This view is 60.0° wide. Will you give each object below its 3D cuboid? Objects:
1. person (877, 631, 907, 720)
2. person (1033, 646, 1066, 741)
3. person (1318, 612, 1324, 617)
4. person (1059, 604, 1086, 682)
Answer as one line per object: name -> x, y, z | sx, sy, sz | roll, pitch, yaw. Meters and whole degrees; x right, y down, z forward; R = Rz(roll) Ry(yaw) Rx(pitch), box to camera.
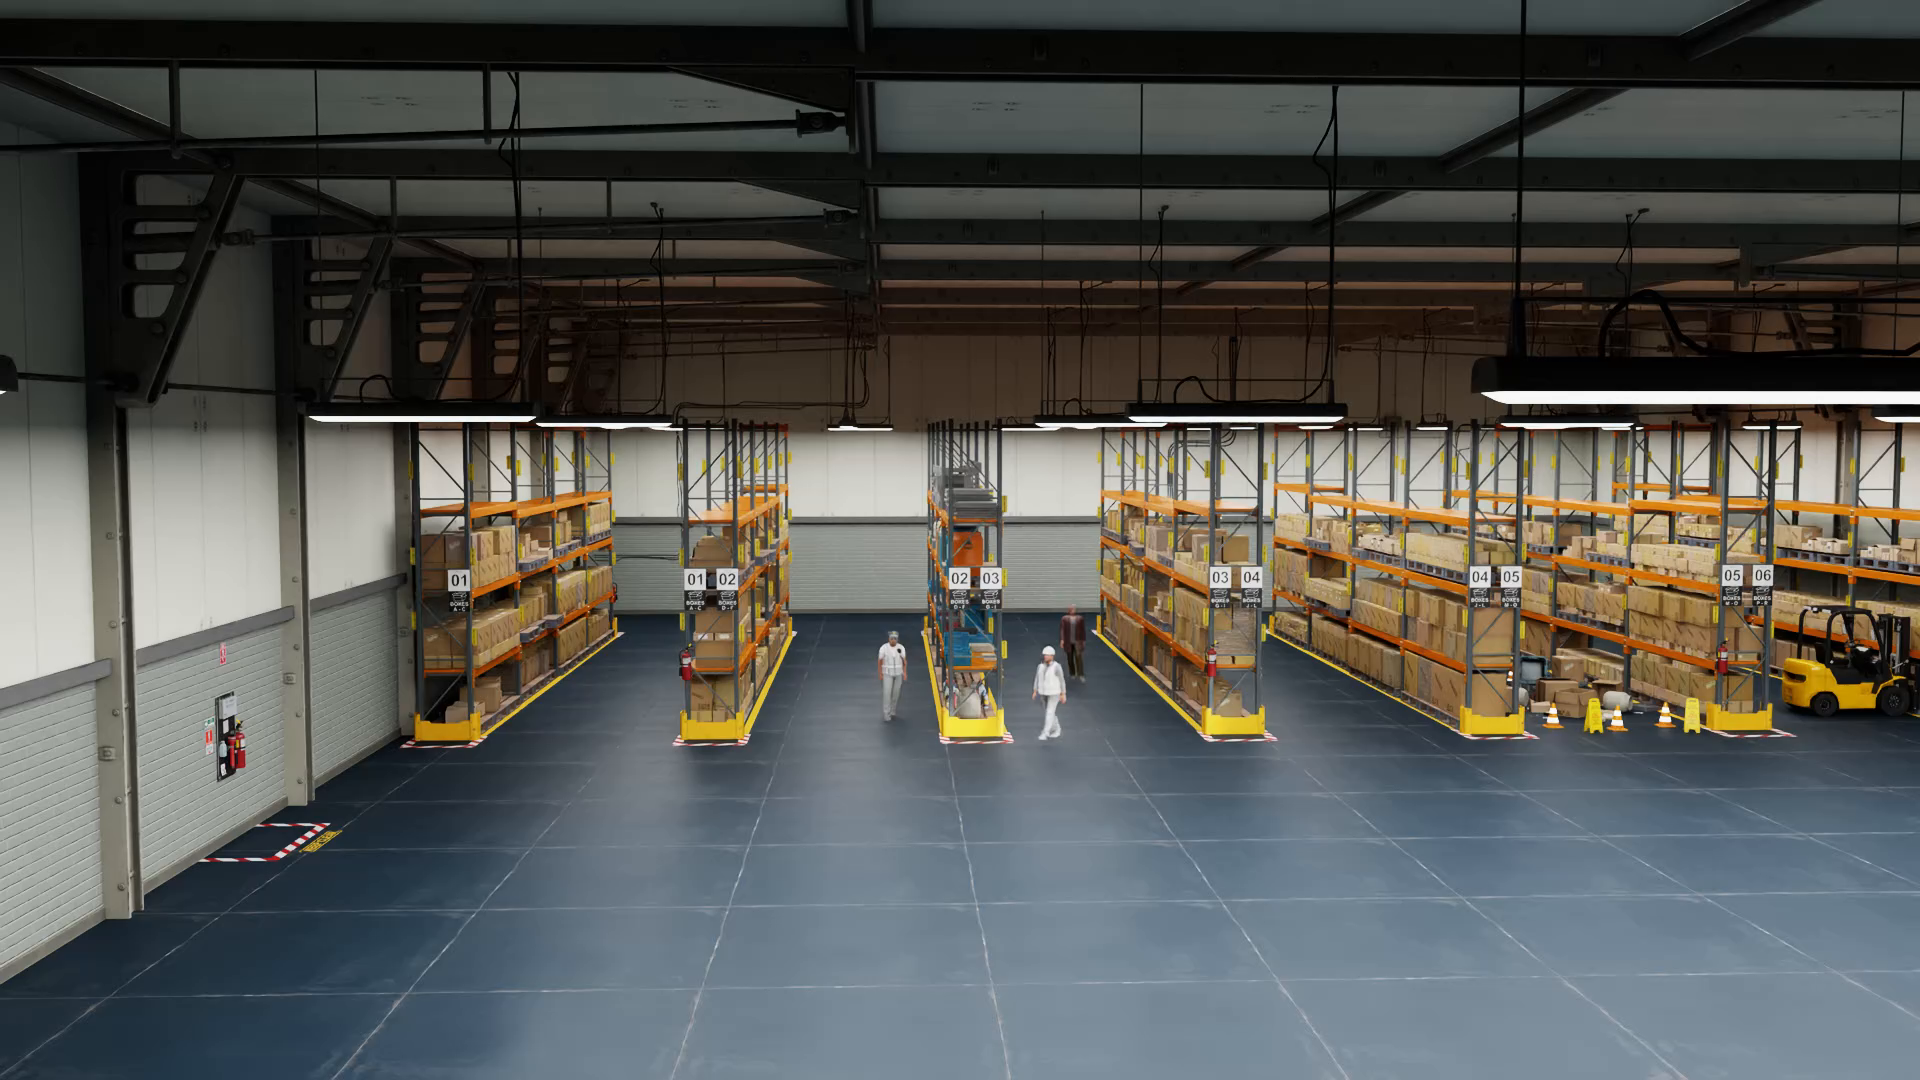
person -> -1.335, 2.700, 33.429 | 0.559, 1.729, 0.839 | -1, 4, -19
person -> 1.597, 2.849, 30.923 | 0.564, 1.729, 0.989 | 3, 5, 41
person -> 10.809, 1.728, 49.086 | 0.986, 1.684, 0.538 | -1, 4, -8
person -> 2.605, 2.373, 38.364 | 0.637, 1.773, 0.847 | 1, 4, 8
